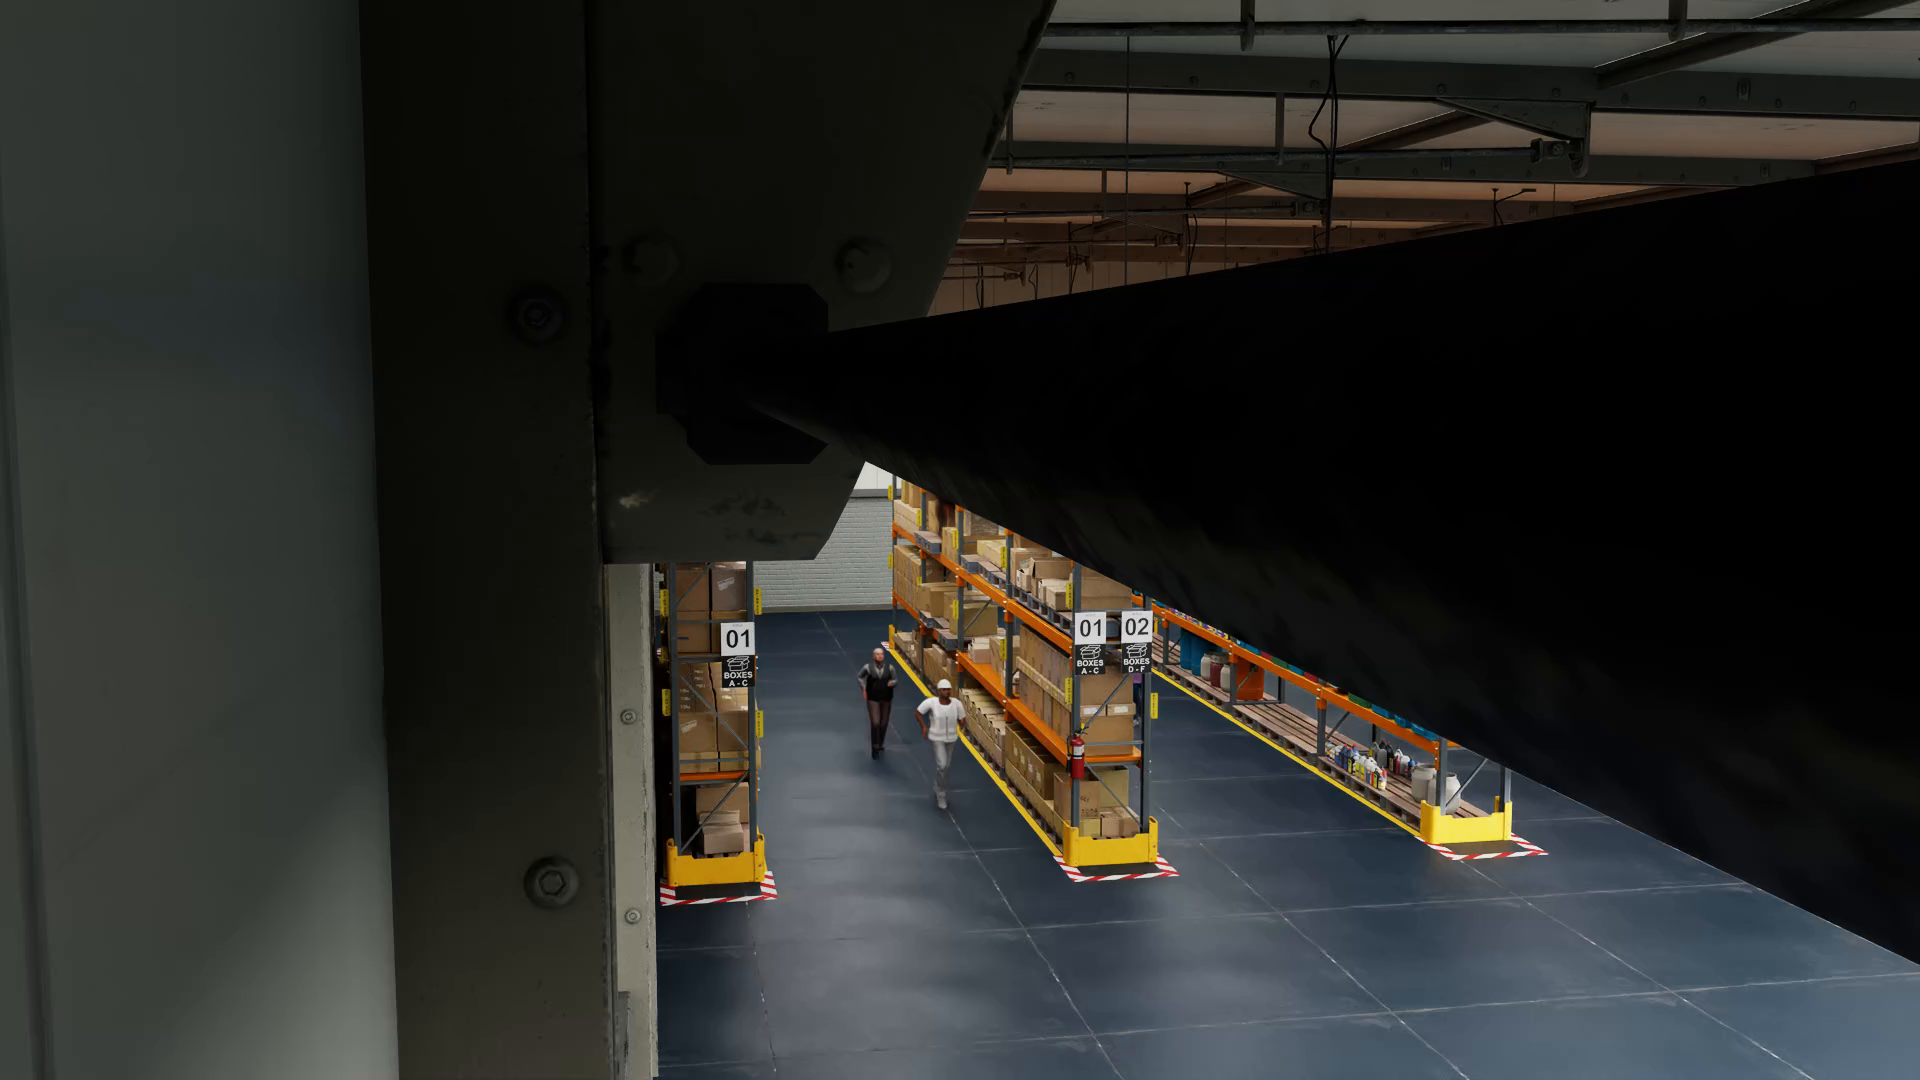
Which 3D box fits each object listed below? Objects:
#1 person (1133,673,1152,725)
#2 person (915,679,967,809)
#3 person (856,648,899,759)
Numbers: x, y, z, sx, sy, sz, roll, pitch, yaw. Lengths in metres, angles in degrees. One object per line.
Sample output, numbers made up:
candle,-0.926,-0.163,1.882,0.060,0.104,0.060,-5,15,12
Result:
person,3.104,2.460,28.513,0.514,1.631,0.647,-2,6,-16
person,-0.234,2.892,23.777,0.674,1.832,0.784,-3,7,-24
person,-1.293,2.610,26.599,0.638,1.763,0.705,-2,6,-16
